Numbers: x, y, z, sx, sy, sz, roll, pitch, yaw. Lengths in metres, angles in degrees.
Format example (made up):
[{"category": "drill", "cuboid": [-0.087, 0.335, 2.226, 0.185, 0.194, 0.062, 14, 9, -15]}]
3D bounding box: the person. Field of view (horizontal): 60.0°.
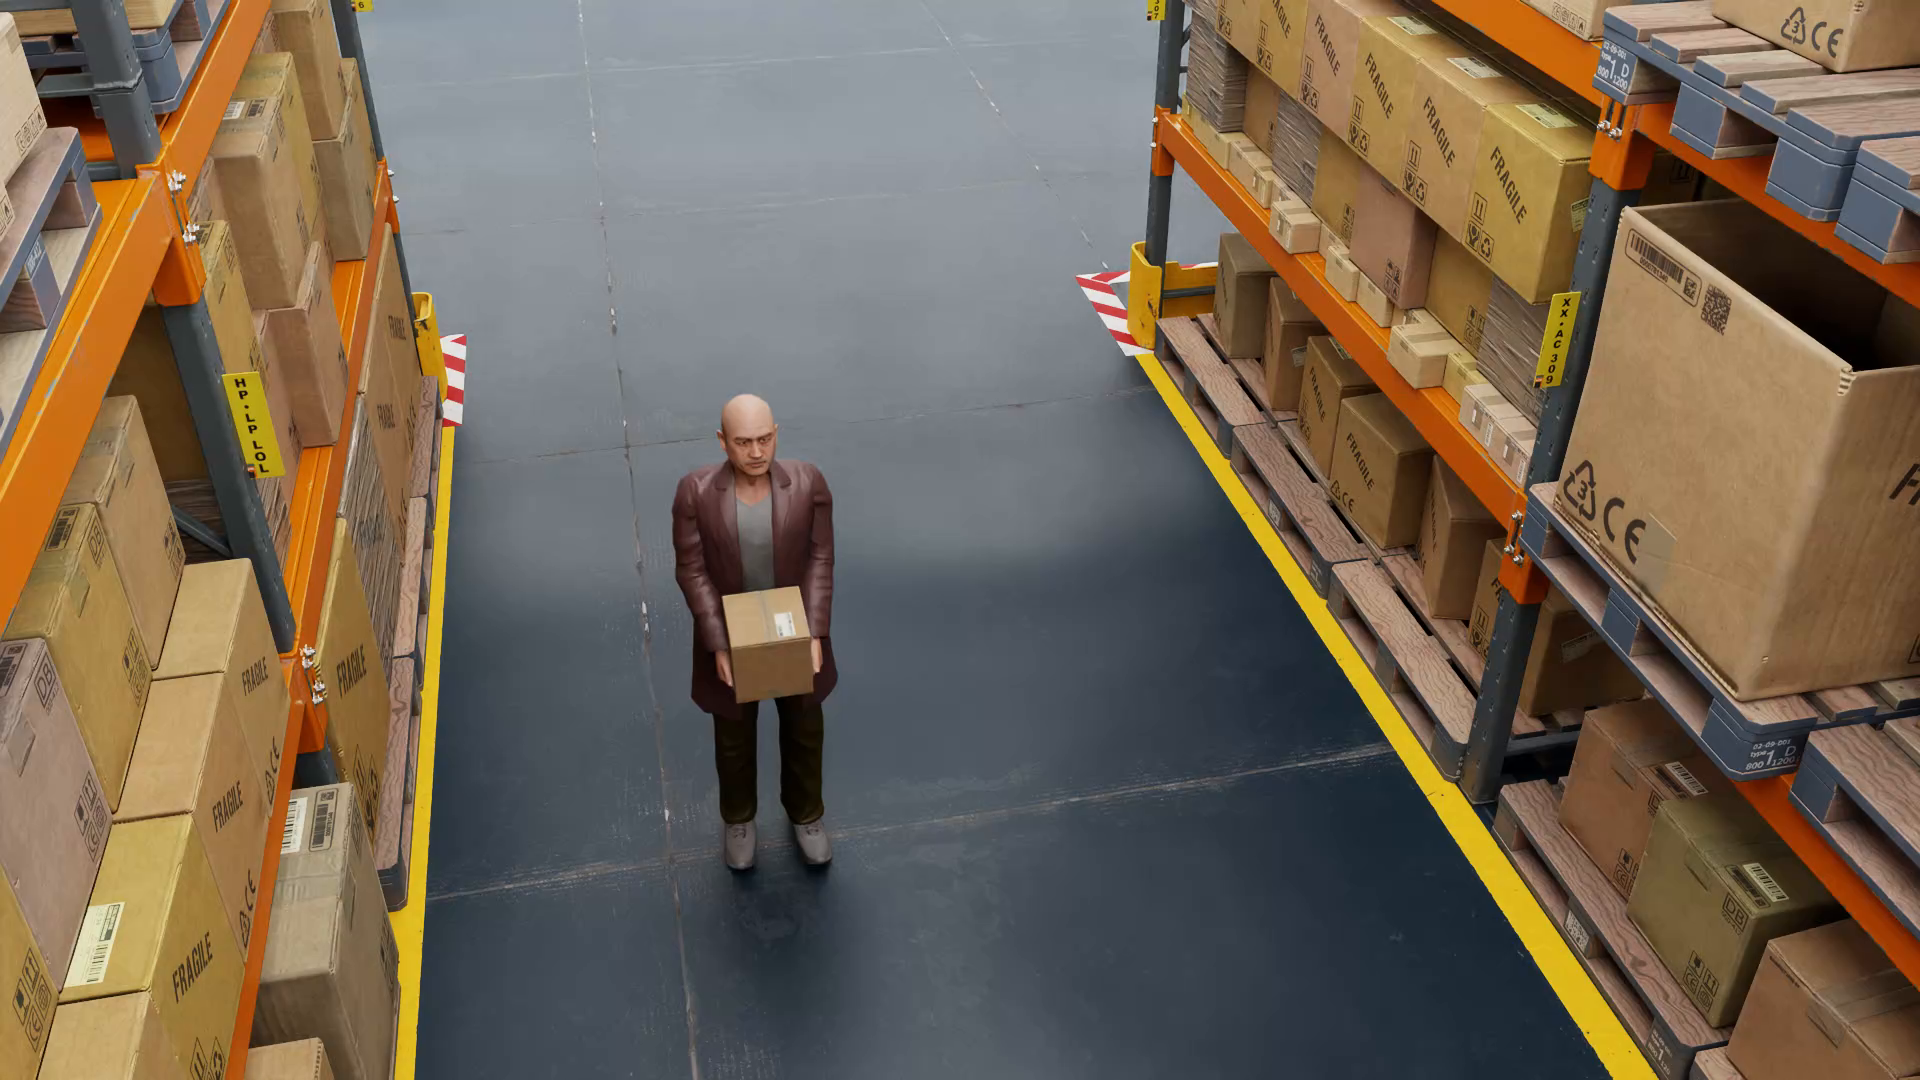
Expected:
[{"category": "person", "cuboid": [-0.652, 0.378, 5.590, 0.537, 1.777, 0.548, -7, 35, -11]}]
